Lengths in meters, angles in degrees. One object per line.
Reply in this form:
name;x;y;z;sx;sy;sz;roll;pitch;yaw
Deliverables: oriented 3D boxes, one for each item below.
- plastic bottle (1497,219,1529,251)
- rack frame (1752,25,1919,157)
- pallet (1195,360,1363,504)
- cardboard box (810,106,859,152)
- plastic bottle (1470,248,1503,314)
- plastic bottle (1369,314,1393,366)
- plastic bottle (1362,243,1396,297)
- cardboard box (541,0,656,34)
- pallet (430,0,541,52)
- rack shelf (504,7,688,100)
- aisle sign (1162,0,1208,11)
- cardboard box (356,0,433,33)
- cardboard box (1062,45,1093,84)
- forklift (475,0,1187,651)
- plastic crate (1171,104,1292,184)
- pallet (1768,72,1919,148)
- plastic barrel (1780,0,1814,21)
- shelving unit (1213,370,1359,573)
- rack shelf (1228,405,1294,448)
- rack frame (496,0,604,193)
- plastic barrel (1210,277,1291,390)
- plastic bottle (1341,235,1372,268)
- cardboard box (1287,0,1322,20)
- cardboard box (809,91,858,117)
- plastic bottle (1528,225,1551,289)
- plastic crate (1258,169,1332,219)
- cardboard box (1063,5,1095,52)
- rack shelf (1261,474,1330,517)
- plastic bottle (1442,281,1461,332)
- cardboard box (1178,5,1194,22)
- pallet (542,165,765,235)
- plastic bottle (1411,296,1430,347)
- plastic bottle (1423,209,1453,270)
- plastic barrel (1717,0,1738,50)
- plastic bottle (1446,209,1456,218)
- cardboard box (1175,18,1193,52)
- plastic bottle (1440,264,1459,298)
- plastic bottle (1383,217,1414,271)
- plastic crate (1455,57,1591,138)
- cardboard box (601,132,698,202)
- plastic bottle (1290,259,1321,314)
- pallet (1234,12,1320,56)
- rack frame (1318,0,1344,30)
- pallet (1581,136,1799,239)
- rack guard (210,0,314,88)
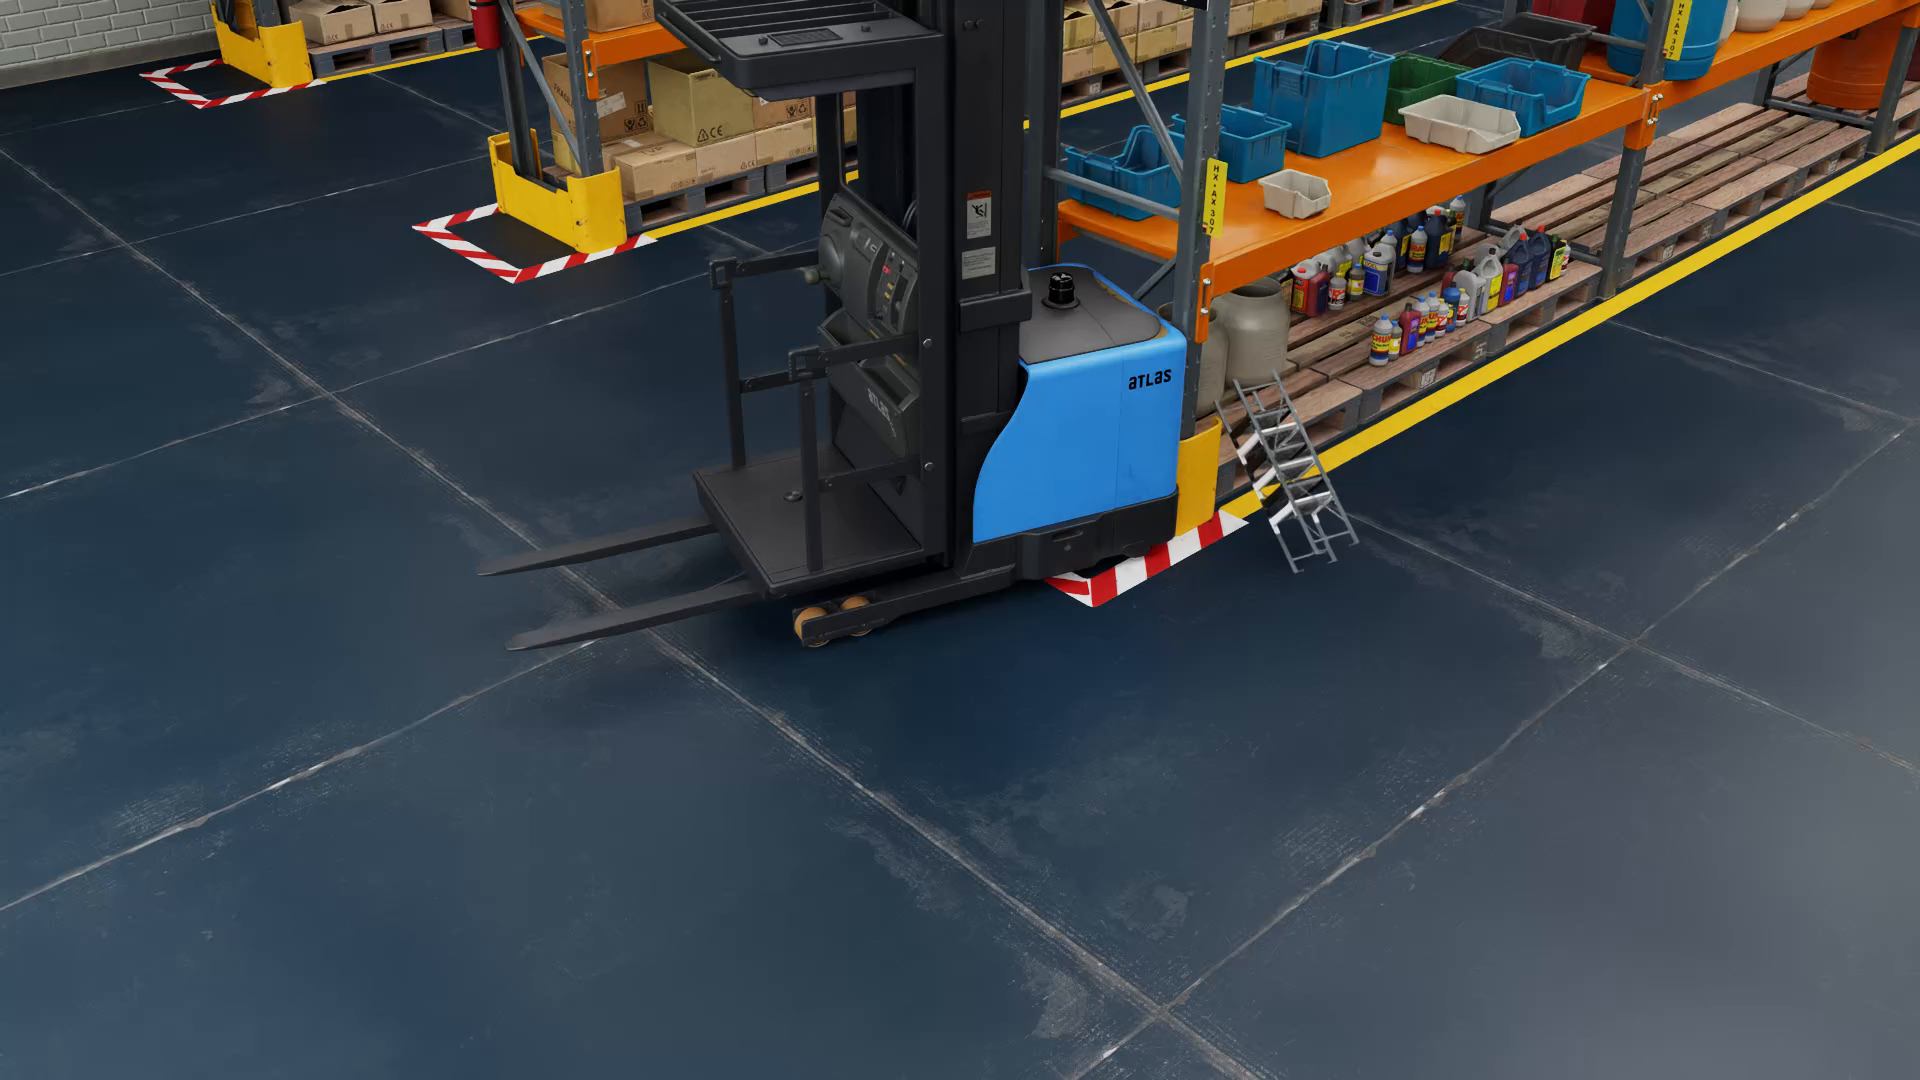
plastic bottle;3.251;-1.712;9.792;0.185;0.351;0.144;-26;40;-35
rack frame;6.559;-4.357;12.000;0.127;3.000;1.000;-26;40;-35
pallet;1.315;-0.661;8.628;1.213;0.211;1.003;-26;40;-35
cardboard box;-1.027;-3.058;12.109;0.500;0.250;0.500;-26;40;-35
plastic bottle;2.972;-1.474;9.403;0.185;0.351;0.144;-26;40;-36
plastic bottle;2.234;-1.067;8.813;0.097;0.271;0.097;0;31;0
plastic bottle;2.420;-1.571;9.633;0.135;0.276;0.152;-26;40;-35
cardboard box;-2.322;-3.619;10.697;0.500;0.500;0.700;-26;40;-35
pallet;-4.474;-4.852;15.482;1.213;0.211;1.003;-26;40;-35
rack shelf;-1.206;-3.818;11.808;4.000;0.370;1.077;-26;40;-35
aisle sign;0.839;-2.491;6.456;0.004;0.787;0.394;-26;40;-35
cardboard box;-5.057;-4.763;14.820;0.500;0.311;0.500;-22;38;-32
cardboard box;0.724;-3.889;13.467;0.500;0.250;0.500;-27;40;-37
forklift;-0.566;-1.113;6.761;3.031;2.935;1.130;-14;34;-21
plastic crate;1.336;-1.976;8.249;0.408;0.251;0.499;-26;40;-35
pallet;7.108;-3.463;13.211;1.213;0.211;1.003;-26;40;-35
plastic barrel;5.331;-3.665;10.739;0.433;0.535;0.433;0;31;0
shelving unit;1.480;-0.317;7.580;0.258;0.210;0.900;-15;71;-24
rack shelf;1.394;-0.527;7.649;0.258;0.200;0.077;-15;71;-24
rack frame;-2.673;-3.416;10.460;0.127;3.000;1.000;-26;40;-35
plastic barrel;1.491;-1.078;8.619;0.421;0.512;0.421;0;31;0
plastic bottle;2.301;-1.650;9.691;0.185;0.351;0.144;-26;40;-36
cardboard box;2.973;-4.979;15.251;0.500;0.250;0.500;-25;39;-34
cardboard box;-1.027;-3.378;11.913;0.500;0.500;0.500;-26;40;-35
plastic bottle;3.349;-1.657;9.702;0.185;0.351;0.144;-27;41;-37
plastic crate;1.567;-1.601;7.746;0.250;0.136;0.298;-26;40;-35
cardboard box;0.733;-4.131;13.326;0.500;0.311;0.500;-26;40;-35
rack shelf;1.524;-0.208;7.544;0.258;0.200;0.077;-15;71;-24
plastic bottle;2.707;-1.296;9.188;0.097;0.271;0.097;0;31;0
cardboard box;1.859;-4.677;14.219;0.500;0.311;0.500;-25;39;-34
pallet;-2.141;-2.513;11.658;1.213;0.211;1.003;-26;40;-35
plastic bottle;2.485;-1.189;9.012;0.097;0.271;0.097;0;31;0
plastic bottle;2.849;-1.813;9.957;0.185;0.351;0.144;-26;40;-35
plastic barrel;4.476;-3.252;10.062;0.433;0.535;0.433;0;31;0
plastic bottle;3.019;-1.951;10.325;0.097;0.201;0.097;0;31;0
cardboard box;1.852;-4.434;14.360;0.500;0.250;0.500;-25;39;-35
plastic bottle;2.777;-1.430;9.395;0.133;0.283;0.061;-26;40;-35
plastic bottle;2.613;-1.801;9.938;0.144;0.351;0.185;27;41;37
plastic crate;2.999;-2.378;8.907;0.616;0.251;0.499;-26;40;-35
cardboard box;-2.128;-2.527;11.240;0.500;0.250;0.500;-26;40;-35
plastic bottle;1.944;-1.443;9.424;0.135;0.276;0.152;-25;40;-35
pallet;2.563;-4.786;15.375;1.213;0.211;1.003;-26;40;-35
rack frame;3.193;-6.253;15.101;0.127;3.000;1.000;-26;40;-35
pallet;5.070;-2.477;11.598;1.213;0.211;1.003;-26;40;-35
rack guard;-5.988;-4.270;14.253;0.348;0.500;1.175;-26;40;-35
